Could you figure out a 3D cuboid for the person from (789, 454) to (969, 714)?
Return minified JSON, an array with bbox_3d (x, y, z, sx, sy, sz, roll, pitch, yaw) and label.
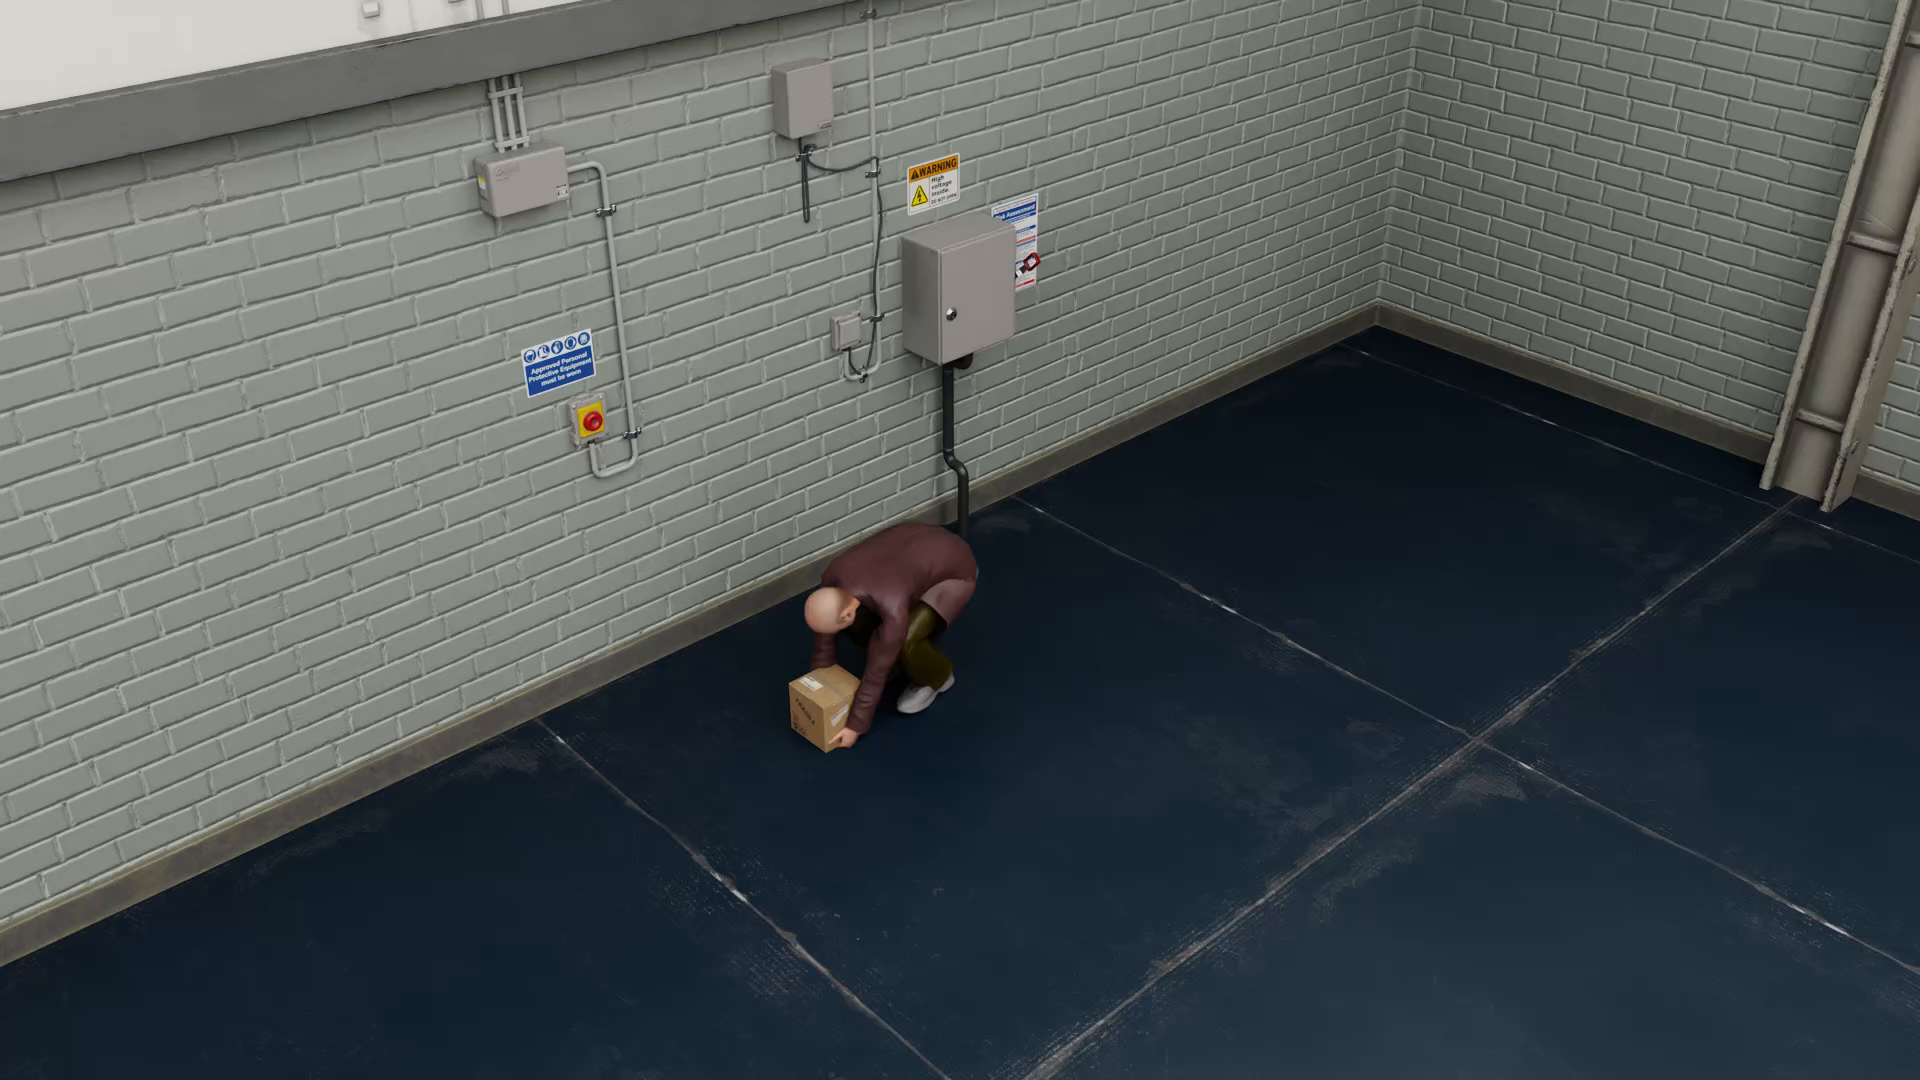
[{"bbox_3d":[-0.360,0.198,7.307,0.914,1.279,0.549,-27,40,-37],"label":"person"}]
